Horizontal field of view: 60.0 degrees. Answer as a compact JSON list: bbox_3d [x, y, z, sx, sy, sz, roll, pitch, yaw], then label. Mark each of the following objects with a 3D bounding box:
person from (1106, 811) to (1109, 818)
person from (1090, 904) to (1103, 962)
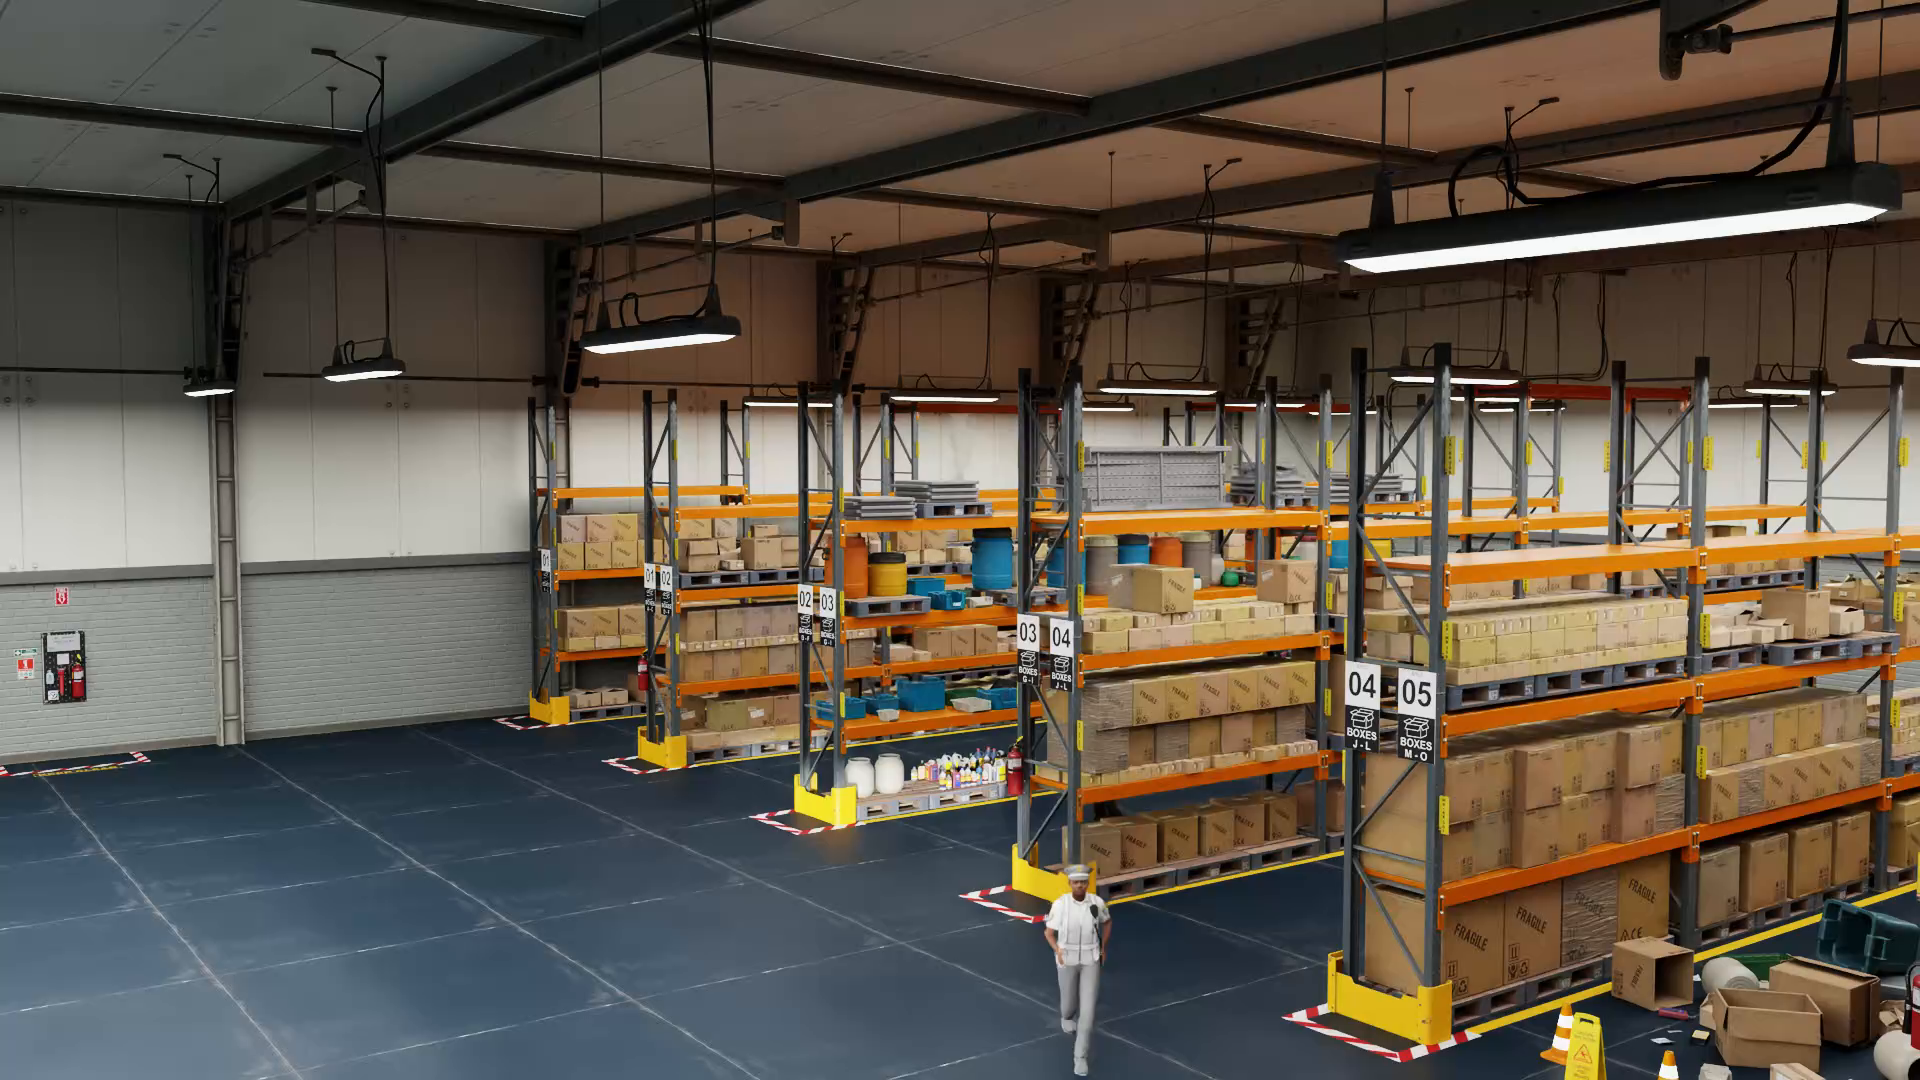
[{"bbox_3d":[1.959,3.698,21.913,0.184,0.339,0.595,3,5,42],"label":"person"},{"bbox_3d":[1.136,3.263,13.760,0.134,0.504,0.197,0,3,-1],"label":"person"}]
